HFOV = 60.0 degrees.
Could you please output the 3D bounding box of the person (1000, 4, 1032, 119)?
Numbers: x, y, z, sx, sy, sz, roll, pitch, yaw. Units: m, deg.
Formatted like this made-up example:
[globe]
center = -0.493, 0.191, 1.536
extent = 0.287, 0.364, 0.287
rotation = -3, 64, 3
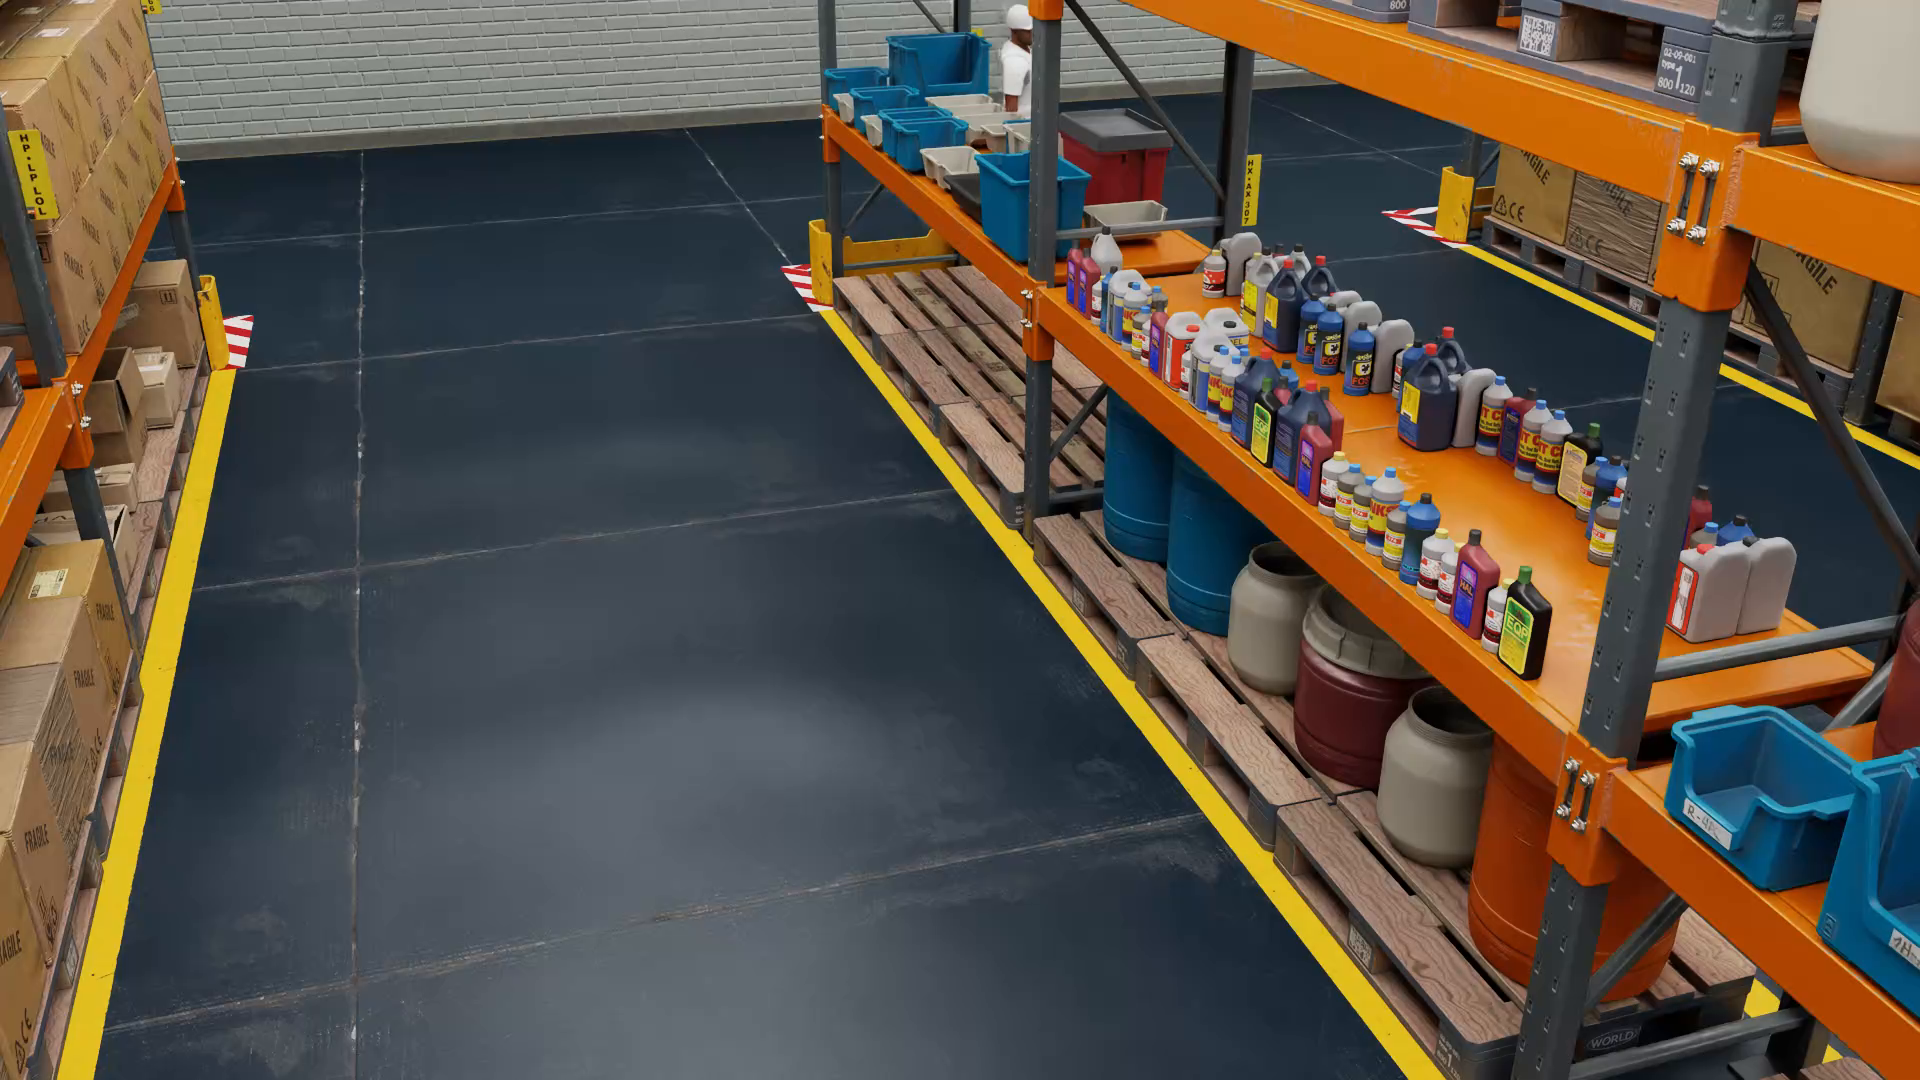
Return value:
[person]
center = 0.461, -3.136, 12.481
extent = 0.953, 1.732, 0.620
rotation = -2, 26, -4
